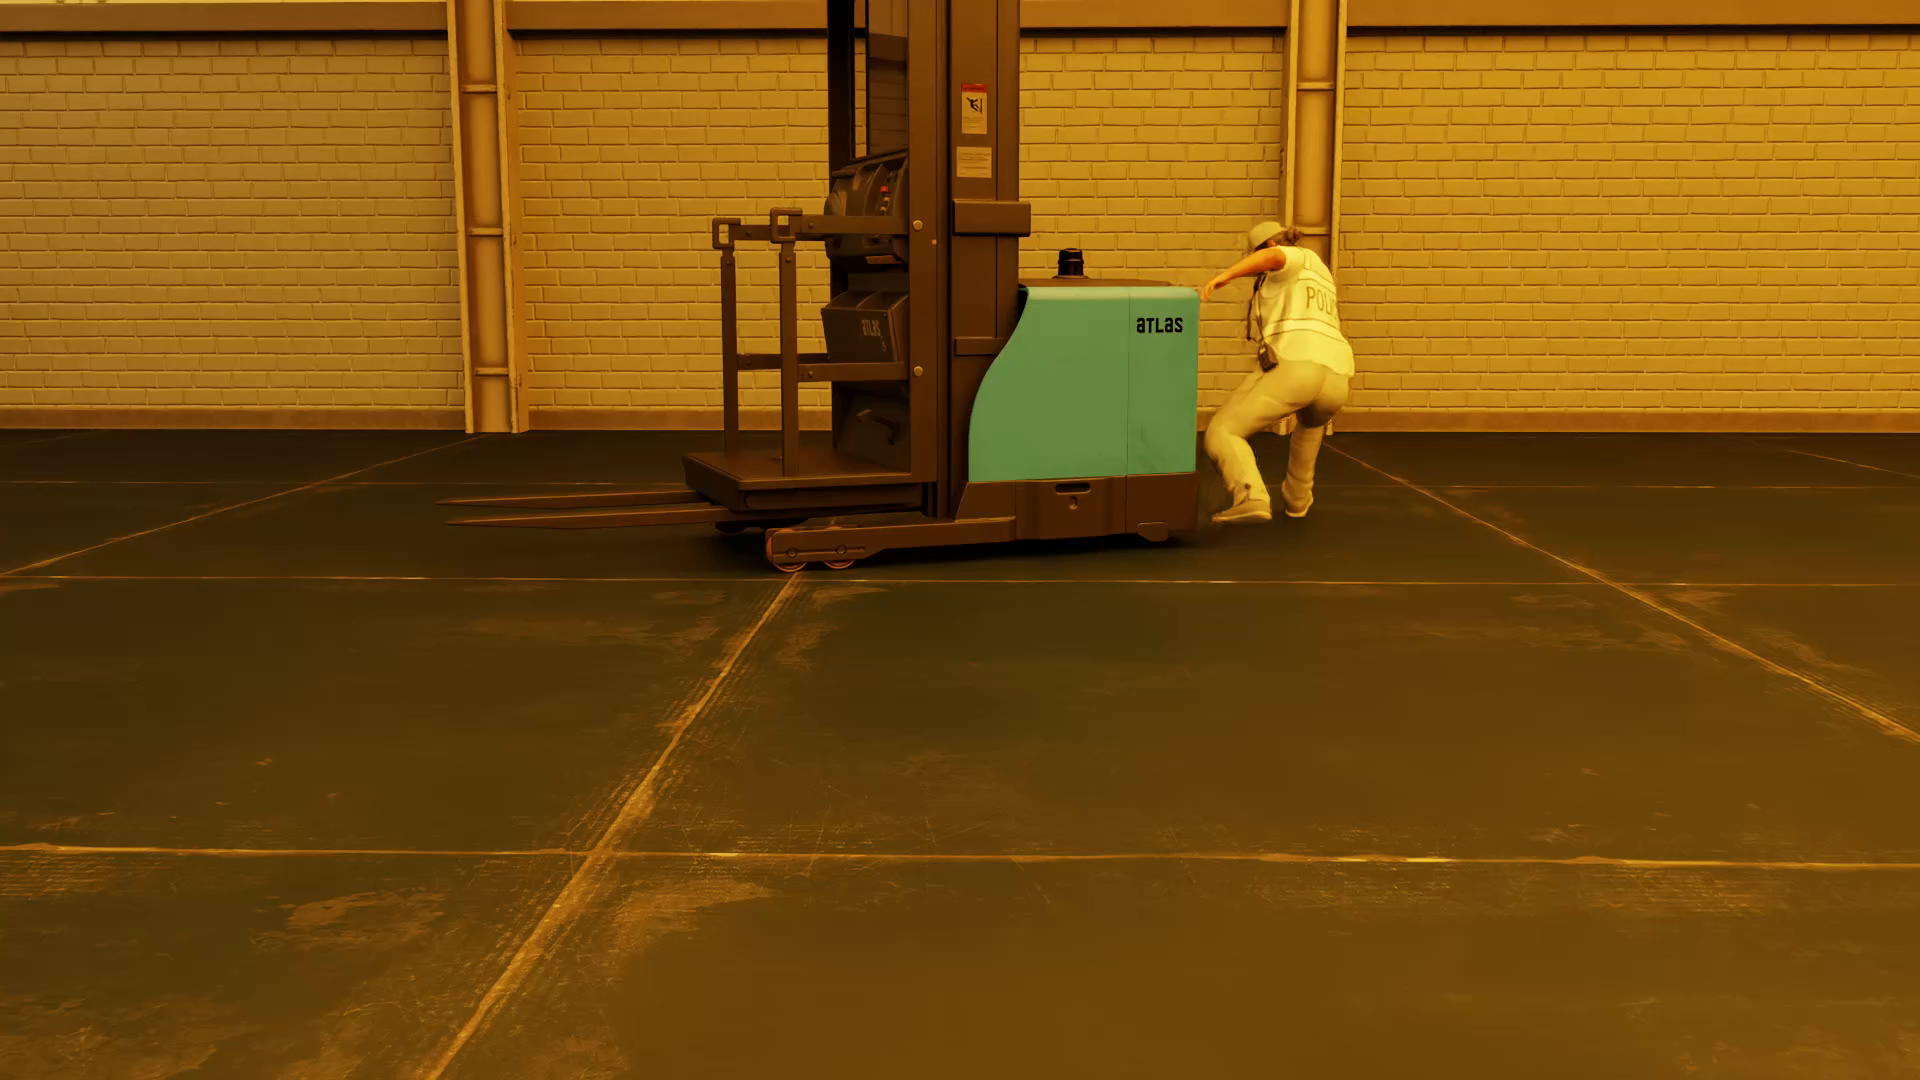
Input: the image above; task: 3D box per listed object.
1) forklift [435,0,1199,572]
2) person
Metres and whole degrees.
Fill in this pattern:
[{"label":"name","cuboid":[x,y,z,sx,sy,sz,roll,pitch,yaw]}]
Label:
[{"label":"forklift","cuboid":[-0.569,-1.416,6.694,3.031,2.935,1.130,-3,9,-20]},{"label":"person","cuboid":[1.418,-0.726,7.383,1.169,1.370,0.687,-7,11,-39]}]
